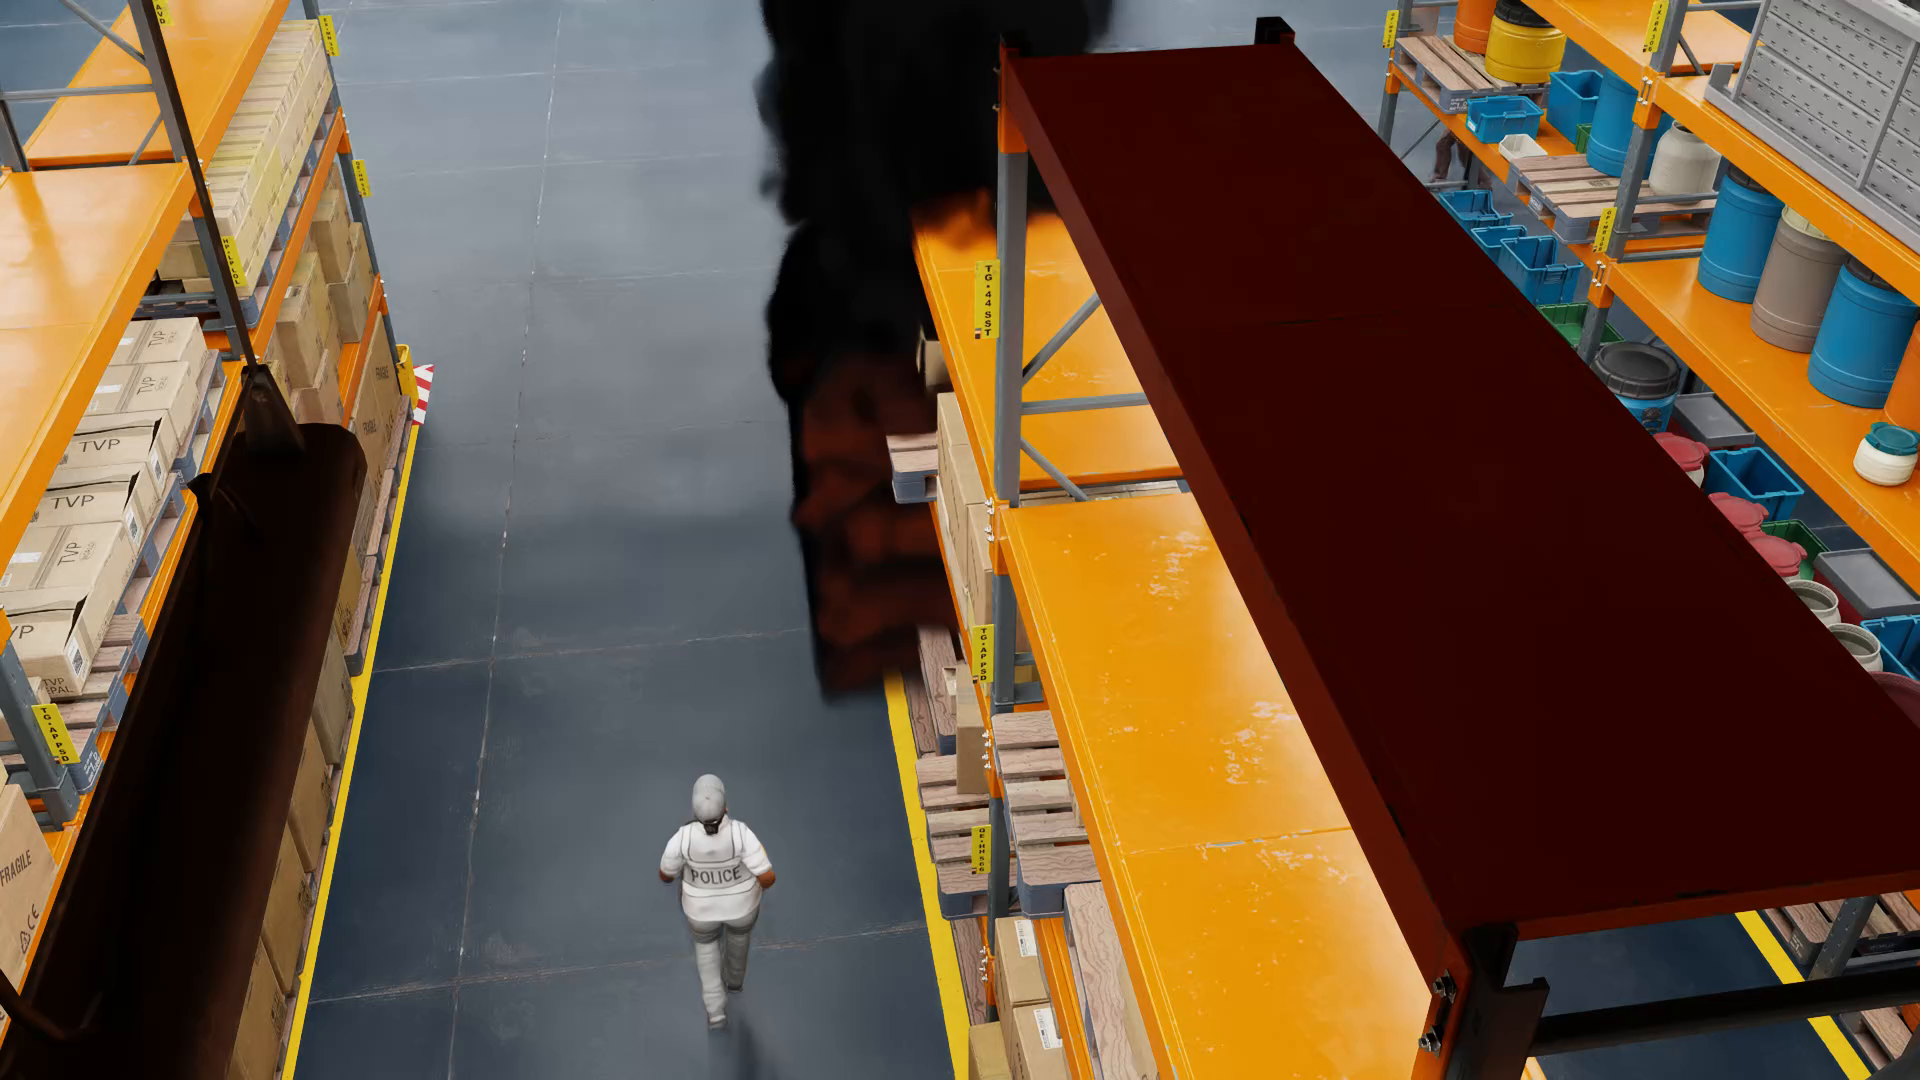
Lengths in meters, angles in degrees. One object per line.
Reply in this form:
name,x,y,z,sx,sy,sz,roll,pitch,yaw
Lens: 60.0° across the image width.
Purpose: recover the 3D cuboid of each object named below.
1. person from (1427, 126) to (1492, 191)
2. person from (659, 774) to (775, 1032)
person,5.558,-4.569,18.229,0.784,1.772,0.653,9,37,12
person,-1.285,1.944,8.948,0.609,1.659,0.634,-5,37,-6
